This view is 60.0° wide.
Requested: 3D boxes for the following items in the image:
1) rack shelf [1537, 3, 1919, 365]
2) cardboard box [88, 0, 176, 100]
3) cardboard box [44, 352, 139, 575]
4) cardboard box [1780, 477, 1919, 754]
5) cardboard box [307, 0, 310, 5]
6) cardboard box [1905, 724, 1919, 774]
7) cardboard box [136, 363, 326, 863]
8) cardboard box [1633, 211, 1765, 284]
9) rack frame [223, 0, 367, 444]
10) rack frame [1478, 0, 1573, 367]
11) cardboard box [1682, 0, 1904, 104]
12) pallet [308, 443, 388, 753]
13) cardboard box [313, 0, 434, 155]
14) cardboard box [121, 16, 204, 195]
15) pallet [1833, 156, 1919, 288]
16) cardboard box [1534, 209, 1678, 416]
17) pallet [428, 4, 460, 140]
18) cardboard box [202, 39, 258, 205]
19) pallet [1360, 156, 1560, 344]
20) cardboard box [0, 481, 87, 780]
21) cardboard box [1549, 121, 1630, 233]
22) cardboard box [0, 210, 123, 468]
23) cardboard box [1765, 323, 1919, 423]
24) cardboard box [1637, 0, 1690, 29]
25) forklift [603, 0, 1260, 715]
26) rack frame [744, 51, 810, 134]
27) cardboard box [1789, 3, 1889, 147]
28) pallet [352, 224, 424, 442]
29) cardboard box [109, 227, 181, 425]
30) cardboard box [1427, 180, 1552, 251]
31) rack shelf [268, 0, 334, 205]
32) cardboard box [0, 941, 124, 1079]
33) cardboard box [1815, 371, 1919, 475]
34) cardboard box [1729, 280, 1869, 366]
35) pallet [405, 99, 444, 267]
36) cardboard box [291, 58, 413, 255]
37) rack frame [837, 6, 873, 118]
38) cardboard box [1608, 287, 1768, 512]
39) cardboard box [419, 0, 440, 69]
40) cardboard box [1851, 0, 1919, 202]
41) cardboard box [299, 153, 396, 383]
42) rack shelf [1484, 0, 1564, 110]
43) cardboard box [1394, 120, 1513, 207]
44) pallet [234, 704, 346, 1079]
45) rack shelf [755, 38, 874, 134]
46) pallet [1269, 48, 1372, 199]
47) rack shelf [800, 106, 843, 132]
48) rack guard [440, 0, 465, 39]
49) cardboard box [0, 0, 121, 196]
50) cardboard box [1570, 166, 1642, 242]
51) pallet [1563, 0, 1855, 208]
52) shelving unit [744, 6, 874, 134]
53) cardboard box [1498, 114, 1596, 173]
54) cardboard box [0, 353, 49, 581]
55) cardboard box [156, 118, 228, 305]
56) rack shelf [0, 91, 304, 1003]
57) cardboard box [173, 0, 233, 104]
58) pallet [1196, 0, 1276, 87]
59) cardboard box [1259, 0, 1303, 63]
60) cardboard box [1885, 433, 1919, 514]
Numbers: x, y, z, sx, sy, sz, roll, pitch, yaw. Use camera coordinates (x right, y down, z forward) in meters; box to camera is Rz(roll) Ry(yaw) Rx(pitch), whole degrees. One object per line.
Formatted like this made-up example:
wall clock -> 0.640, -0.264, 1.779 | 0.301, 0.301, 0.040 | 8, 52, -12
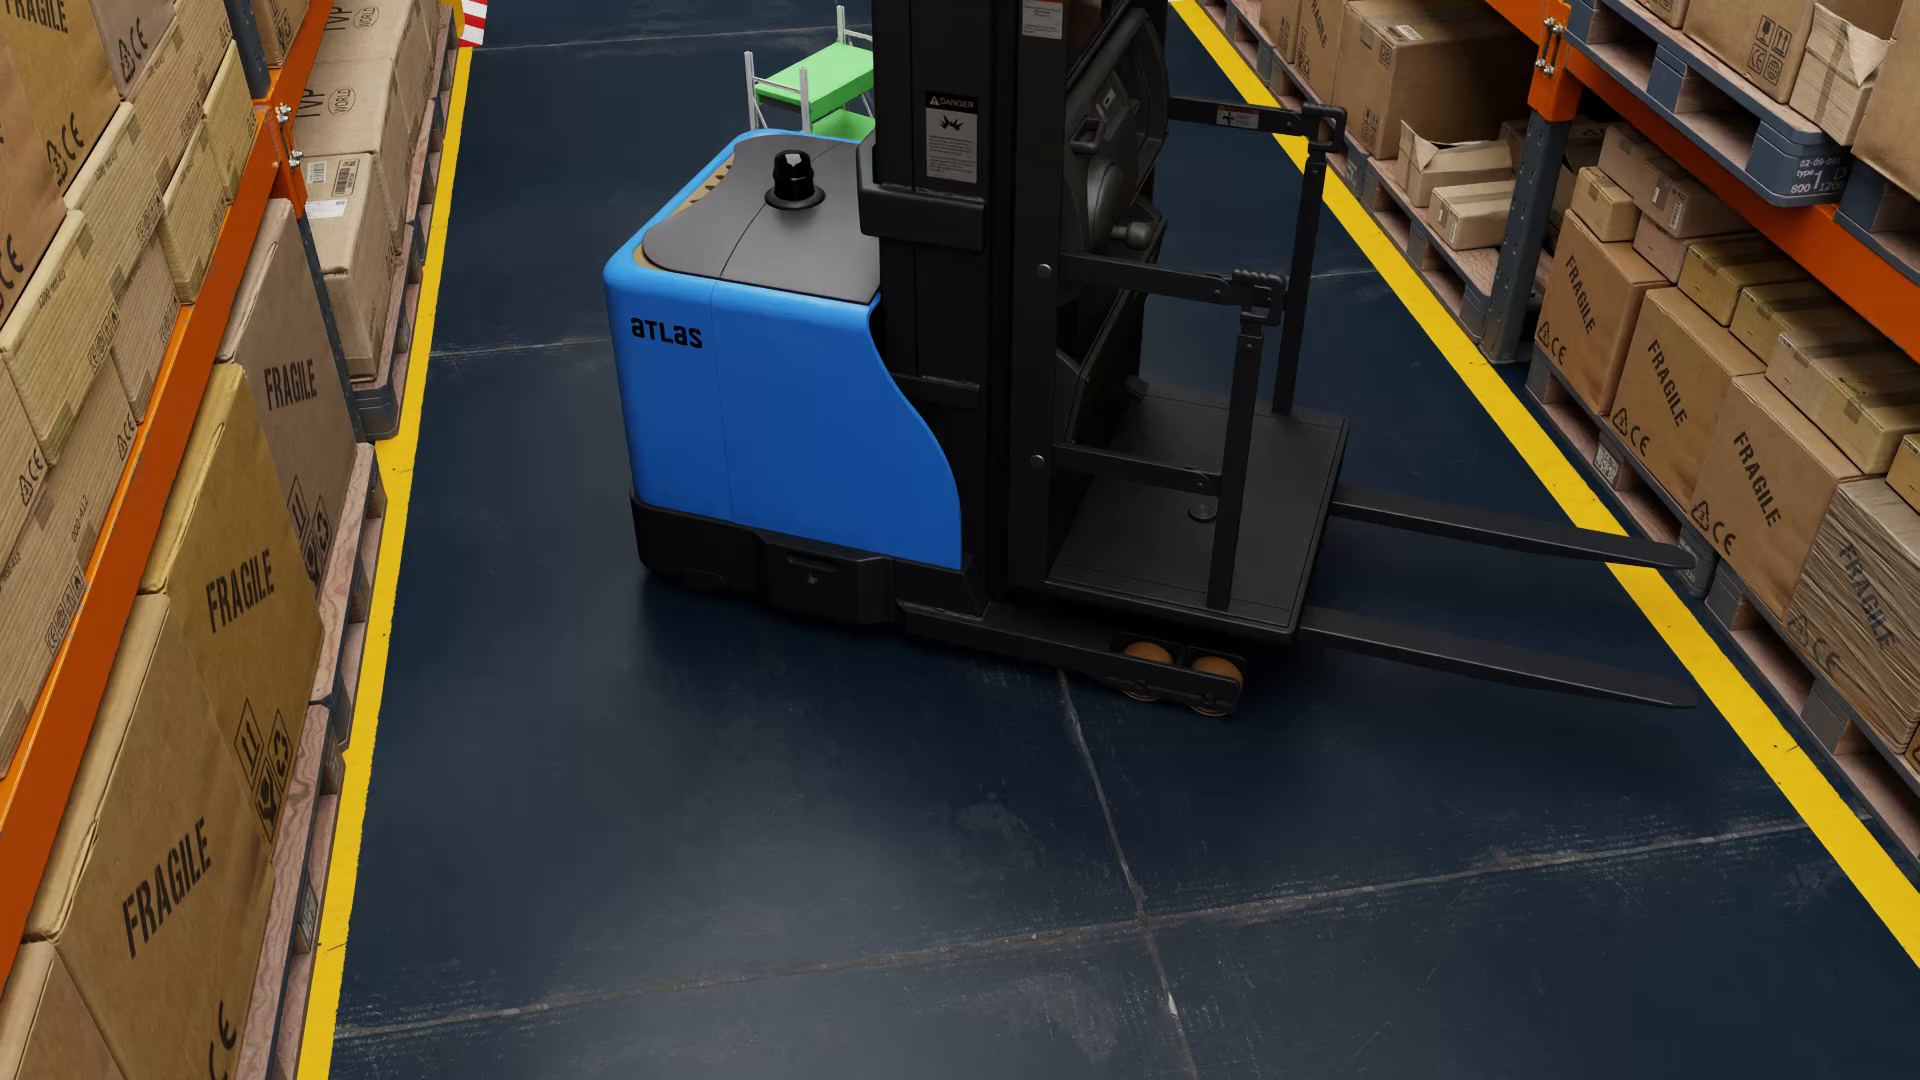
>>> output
rack shelf -> 2.771, -0.415, 3.926 | 1.077, 0.370, 4.000 | -6, 38, -8
cardboard box -> -2.042, -1.251, 3.519 | 0.500, 0.500, 0.500 | -6, 38, -7
cardboard box -> -1.886, -0.142, 3.110 | 0.500, 0.250, 0.500 | -6, 38, -8
cardboard box -> 2.555, 0.167, 4.286 | 0.500, 0.500, 0.500 | -8, 38, -10
cardboard box -> -2.374, -2.027, 5.332 | 0.500, 0.500, 0.500 | -6, 38, -8
cardboard box -> 2.664, 0.478, 3.884 | 0.500, 0.500, 0.500 | -5, 38, -6
cardboard box -> -2.112, 0.213, 3.921 | 0.875, 0.875, 0.875 | -5, 38, -7
cardboard box -> 2.346, -0.938, 5.179 | 0.380, 0.149, 0.250 | -7, 38, -9
rack frame -> -2.466, -1.371, 4.570 | 1.000, 3.000, 0.127 | -6, 38, -8
rack frame -> 2.420, -1.907, 5.260 | 1.000, 3.000, 0.127 | -6, 38, -8
cardboard box -> 2.376, -1.484, 4.291 | 0.700, 0.500, 0.500 | -6, 38, -7
pallet -> -2.256, 0.188, 4.836 | 1.003, 0.211, 1.213 | -6, 38, -8
cardboard box -> -2.784, -2.001, 7.127 | 0.875, 0.438, 0.875 | -5, 38, -7
cardboard box -> -2.054, -0.968, 3.766 | 0.500, 0.250, 0.500 | -5, 38, -7
pallet -> 2.776, -0.590, 3.720 | 1.003, 0.211, 1.213 | -6, 38, -8
cardboard box -> 2.284, -0.770, 5.491 | 0.500, 0.500, 0.500 | -5, 38, -6
pallet -> -2.950, -2.211, 7.925 | 1.003, 0.211, 1.213 | -6, 38, -8
cardboard box -> -2.139, -1.068, 4.302 | 0.500, 0.250, 0.500 | -7, 38, -9
pallet -> 2.301, -1.221, 6.650 | 1.003, 0.211, 1.213 | -6, 38, -8
cardboard box -> -1.796, 0.156, 2.727 | 0.500, 0.250, 0.500 | -5, 38, -6
cardboard box -> 2.537, -1.436, 6.503 | 0.500, 0.311, 0.500 | -5, 38, -6
cardboard box -> -1.851, -0.348, 2.968 | 0.500, 0.250, 0.500 | -6, 38, -7
cardboard box -> 2.471, -0.465, 4.570 | 0.380, 0.149, 0.250 | -6, 38, -8
cardboard box -> 2.285, -1.796, 4.694 | 0.700, 0.500, 0.500 | -5, 38, -7
forklift -> 0.592, -1.036, 4.194 | 3.031, 2.935, 1.130 | 12, 39, 14
rack frame -> -0.582, -1.039, 5.609 | 0.240, 1.200, 0.015 | 22, 43, 26
cardboard box -> 2.286, -1.140, 4.039 | 0.396, 0.266, 0.258 | -4, 38, -6
pallet -> -2.522, -0.738, 6.028 | 1.003, 0.211, 1.213 | -6, 38, -8
cardboard box -> -1.981, -0.454, 3.511 | 0.500, 0.250, 0.500 | -7, 38, -9
cardboard box -> 2.034, -1.252, 6.398 | 0.380, 0.149, 0.250 | -7, 38, -9
rack shelf -> -2.816, -2.295, 6.346 | 1.077, 0.370, 4.000 | -6, 38, -8
cardboard box -> -1.804, 1.292, 2.532 | 0.875, 0.875, 0.875 | -7, 38, -8
cardboard box -> 2.512, -0.315, 4.377 | 0.380, 0.149, 0.250 | -5, 38, -6
cardboard box -> 2.464, -0.620, 4.770 | 0.380, 0.149, 0.250 | -7, 38, -9
pallet -> -2.739, -1.476, 6.978 | 1.003, 0.211, 1.213 | -6, 38, -8
cardboard box -> -2.628, -1.457, 6.426 | 0.875, 0.438, 0.875 | -7, 38, -9
rack frame -> -0.312, -1.288, 5.930 | 0.240, 1.200, 0.015 | 22, 43, 26
cardboard box -> 2.387, -0.449, 5.078 | 0.500, 0.500, 0.500 | -7, 38, -9
cardboard box -> -2.953, -2.553, 7.838 | 0.875, 0.438, 0.875 | -7, 38, -9
cardboard box -> 2.513, -1.010, 3.681 | 0.700, 0.500, 0.500 | -6, 38, -8
cardboard box -> -2.470, -0.916, 5.730 | 0.875, 0.438, 0.875 | -7, 38, -9
rack shelf -> 2.070, -2.831, 7.036 | 1.077, 0.370, 4.000 | -6, 38, -8
cardboard box -> 1.971, -1.514, 6.640 | 0.396, 0.266, 0.258 | -5, 38, -6
pallet -> -2.039, 0.926, 3.886 | 1.003, 0.211, 1.213 | -6, 38, -8
rack shelf -> -0.447, -1.492, 5.514 | 0.258, 0.148, 0.480 | 22, 43, 26
pallet -> 2.084, -1.959, 7.600 | 1.003, 0.211, 1.213 | -6, 38, -8
rack shelf -> -0.447, -1.303, 5.662 | 0.258, 0.148, 0.480 | 22, 43, 26
rack guard -> -3.171, -2.815, 8.465 | 1.175, 0.500, 0.348 | -6, 38, -8
cardboard box -> -1.973, -0.943, 3.122 | 0.500, 0.500, 0.500 | -5, 38, -7
cardboard box -> 2.221, -1.097, 5.383 | 0.380, 0.149, 0.250 | -5, 38, -6
pallet -> 2.453, -1.337, 4.683 | 1.003, 0.211, 1.213 | -6, 38, -8
shelving unit -> -0.447, -1.163, 5.770 | 0.258, 1.200, 0.503 | 22, 43, 26
cardboard box -> 2.461, -1.634, 6.889 | 0.380, 0.149, 0.250 | -7, 38, -9
cardboard box -> -1.775, -0.041, 2.572 | 0.500, 0.250, 0.500 | -6, 38, -8
cardboard box -> -2.051, -0.760, 3.906 | 0.500, 0.250, 0.500 | -7, 38, -9
rack shelf -> -2.115, 0.121, 3.236 | 1.077, 0.370, 4.000 | -6, 38, -8
cardboard box -> -2.149, -1.269, 4.154 | 0.500, 0.250, 0.500 | -6, 38, -8
pallet -> 1.873, -2.695, 8.547 | 1.003, 0.211, 1.213 | -6, 38, -8
cardboard box -> 1.845, -2.602, 7.849 | 0.700, 0.500, 0.500 | -5, 38, -6
cardboard box -> 2.588, -0.155, 4.171 | 0.380, 0.149, 0.250 | -6, 38, -8
